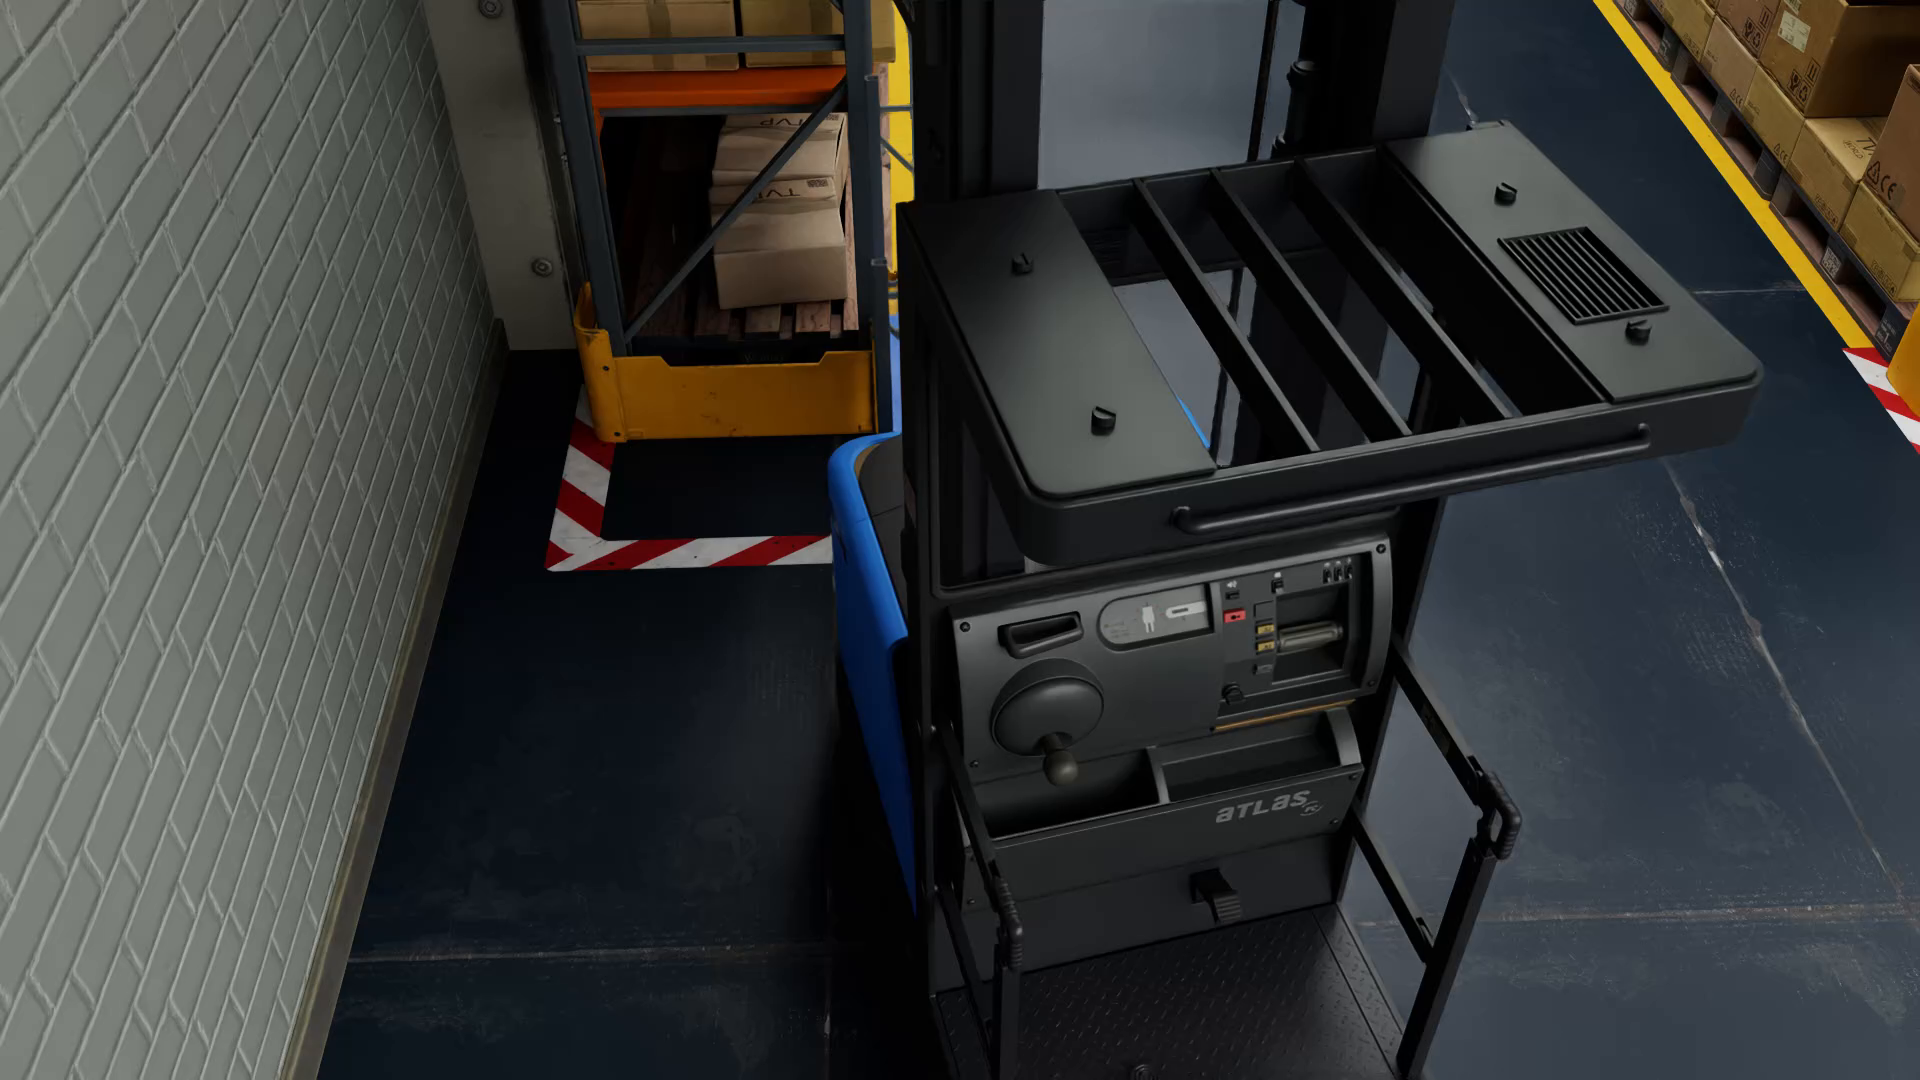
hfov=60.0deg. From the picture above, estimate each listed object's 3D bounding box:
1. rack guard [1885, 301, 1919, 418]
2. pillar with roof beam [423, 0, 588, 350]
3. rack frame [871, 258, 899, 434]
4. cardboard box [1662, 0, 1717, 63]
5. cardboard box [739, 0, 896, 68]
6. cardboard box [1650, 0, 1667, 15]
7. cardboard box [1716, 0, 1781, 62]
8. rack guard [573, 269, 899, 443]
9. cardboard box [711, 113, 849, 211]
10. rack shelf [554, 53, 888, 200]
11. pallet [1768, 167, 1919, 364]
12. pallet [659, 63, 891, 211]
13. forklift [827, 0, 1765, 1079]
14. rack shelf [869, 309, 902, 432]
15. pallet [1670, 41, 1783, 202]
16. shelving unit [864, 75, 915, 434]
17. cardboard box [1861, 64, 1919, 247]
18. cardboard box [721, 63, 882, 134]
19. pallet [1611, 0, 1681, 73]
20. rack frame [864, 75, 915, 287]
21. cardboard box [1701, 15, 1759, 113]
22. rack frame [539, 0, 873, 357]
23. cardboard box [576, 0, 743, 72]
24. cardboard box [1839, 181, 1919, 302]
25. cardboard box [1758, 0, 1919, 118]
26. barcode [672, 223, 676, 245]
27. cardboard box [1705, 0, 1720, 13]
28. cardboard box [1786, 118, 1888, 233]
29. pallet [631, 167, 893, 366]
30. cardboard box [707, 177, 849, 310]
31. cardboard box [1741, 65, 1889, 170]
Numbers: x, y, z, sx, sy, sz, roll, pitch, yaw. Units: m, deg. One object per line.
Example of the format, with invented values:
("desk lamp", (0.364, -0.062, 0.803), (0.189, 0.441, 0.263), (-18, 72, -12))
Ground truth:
("rack guard", (4.174, -0.753, 6.201), (1.175, 0.500, 0.348), (-2, 43, -2))
("pillar with roof beam", (2.631, -4.329, 3.813), (9.100, 9.000, 0.400), (-2, 43, -2))
("rack frame", (0.018, -0.178, 4.835), (0.500, 1.500, 0.032), (-2, 43, -2))
("cardboard box", (3.752, -2.535, 8.020), (0.500, 0.250, 0.500), (-2, 43, -2))
("cardboard box", (-0.480, -1.836, 5.630), (0.500, 0.250, 0.500), (-3, 43, -3))
("cardboard box", (3.736, -2.873, 8.388), (0.500, 0.250, 0.500), (-2, 43, -2))
("cardboard box", (3.776, -2.474, 7.398), (0.500, 0.500, 0.500), (-2, 43, -2))
("rack guard", (-0.780, -0.676, 6.117), (1.175, 0.500, 0.348), (-2, 43, -2))
("cardboard box", (-0.740, -1.571, 6.909), (0.500, 0.311, 0.500), (2, 43, 2))
("rack shelf", (-0.861, -2.631, 6.933), (1.077, 0.370, 4.000), (-2, 43, -2))
("pallet", (4.098, -1.178, 6.878), (1.003, 0.211, 1.213), (-2, 43, -2))
("pallet", (-0.828, -1.940, 7.710), (1.003, 0.211, 1.213), (-2, 43, -2))
("forklift", (0.498, 0.326, 3.226), (1.130, 2.935, 3.031), (-10, 43, -11))
("rack shelf", (-0.012, -0.389, 5.330), (0.538, 0.185, 1.000), (-2, 43, -2))
("pallet", (4.050, -1.999, 7.775), (1.003, 0.211, 1.213), (-2, 43, -2))
("shelving unit", (-0.012, -0.521, 5.209), (0.538, 1.500, 1.048), (-2, 43, -2))
("cardboard box", (3.853, -1.462, 6.294), (0.500, 0.500, 0.500), (-2, 43, -2))
("cardboard box", (-0.721, -2.138, 7.387), (0.700, 0.500, 0.500), (-4, 43, -4))
("pallet", (3.995, -2.825, 8.675), (1.003, 0.211, 1.213), (-2, 43, -2))
("rack frame", (-0.041, -0.864, 5.583), (0.500, 1.500, 0.032), (-2, 43, -2))
("cardboard box", (3.779, -2.197, 7.652), (0.500, 0.250, 0.500), (-2, 43, -2))
("rack frame", (-0.776, -1.546, 5.216), (1.000, 3.000, 0.127), (-2, 43, -2))
("cardboard box", (-0.990, -1.808, 5.599), (0.500, 0.250, 0.500), (-1, 43, -1))
("cardboard box", (3.855, -1.185, 6.547), (0.500, 0.250, 0.500), (-2, 43, -2))
("cardboard box", (3.796, -2.136, 7.030), (0.500, 0.500, 0.500), (-2, 43, -2))
("barcode", (-1.116, -1.191, 6.486), (0.001, 0.075, 0.075), (-2, 43, -2))
("cardboard box", (3.752, -2.811, 7.766), (0.500, 0.500, 0.500), (-2, 43, -2))
("cardboard box", (3.822, -1.522, 6.915), (0.500, 0.250, 0.500), (-2, 43, -2))
("pallet", (-0.779, -1.119, 6.814), (1.003, 0.211, 1.213), (-2, 43, -2))
("cardboard box", (-0.716, -1.186, 6.489), (0.500, 0.311, 0.500), (-6, 43, -7))
("cardboard box", (3.798, -1.860, 7.283), (0.500, 0.250, 0.500), (-2, 43, -2))
